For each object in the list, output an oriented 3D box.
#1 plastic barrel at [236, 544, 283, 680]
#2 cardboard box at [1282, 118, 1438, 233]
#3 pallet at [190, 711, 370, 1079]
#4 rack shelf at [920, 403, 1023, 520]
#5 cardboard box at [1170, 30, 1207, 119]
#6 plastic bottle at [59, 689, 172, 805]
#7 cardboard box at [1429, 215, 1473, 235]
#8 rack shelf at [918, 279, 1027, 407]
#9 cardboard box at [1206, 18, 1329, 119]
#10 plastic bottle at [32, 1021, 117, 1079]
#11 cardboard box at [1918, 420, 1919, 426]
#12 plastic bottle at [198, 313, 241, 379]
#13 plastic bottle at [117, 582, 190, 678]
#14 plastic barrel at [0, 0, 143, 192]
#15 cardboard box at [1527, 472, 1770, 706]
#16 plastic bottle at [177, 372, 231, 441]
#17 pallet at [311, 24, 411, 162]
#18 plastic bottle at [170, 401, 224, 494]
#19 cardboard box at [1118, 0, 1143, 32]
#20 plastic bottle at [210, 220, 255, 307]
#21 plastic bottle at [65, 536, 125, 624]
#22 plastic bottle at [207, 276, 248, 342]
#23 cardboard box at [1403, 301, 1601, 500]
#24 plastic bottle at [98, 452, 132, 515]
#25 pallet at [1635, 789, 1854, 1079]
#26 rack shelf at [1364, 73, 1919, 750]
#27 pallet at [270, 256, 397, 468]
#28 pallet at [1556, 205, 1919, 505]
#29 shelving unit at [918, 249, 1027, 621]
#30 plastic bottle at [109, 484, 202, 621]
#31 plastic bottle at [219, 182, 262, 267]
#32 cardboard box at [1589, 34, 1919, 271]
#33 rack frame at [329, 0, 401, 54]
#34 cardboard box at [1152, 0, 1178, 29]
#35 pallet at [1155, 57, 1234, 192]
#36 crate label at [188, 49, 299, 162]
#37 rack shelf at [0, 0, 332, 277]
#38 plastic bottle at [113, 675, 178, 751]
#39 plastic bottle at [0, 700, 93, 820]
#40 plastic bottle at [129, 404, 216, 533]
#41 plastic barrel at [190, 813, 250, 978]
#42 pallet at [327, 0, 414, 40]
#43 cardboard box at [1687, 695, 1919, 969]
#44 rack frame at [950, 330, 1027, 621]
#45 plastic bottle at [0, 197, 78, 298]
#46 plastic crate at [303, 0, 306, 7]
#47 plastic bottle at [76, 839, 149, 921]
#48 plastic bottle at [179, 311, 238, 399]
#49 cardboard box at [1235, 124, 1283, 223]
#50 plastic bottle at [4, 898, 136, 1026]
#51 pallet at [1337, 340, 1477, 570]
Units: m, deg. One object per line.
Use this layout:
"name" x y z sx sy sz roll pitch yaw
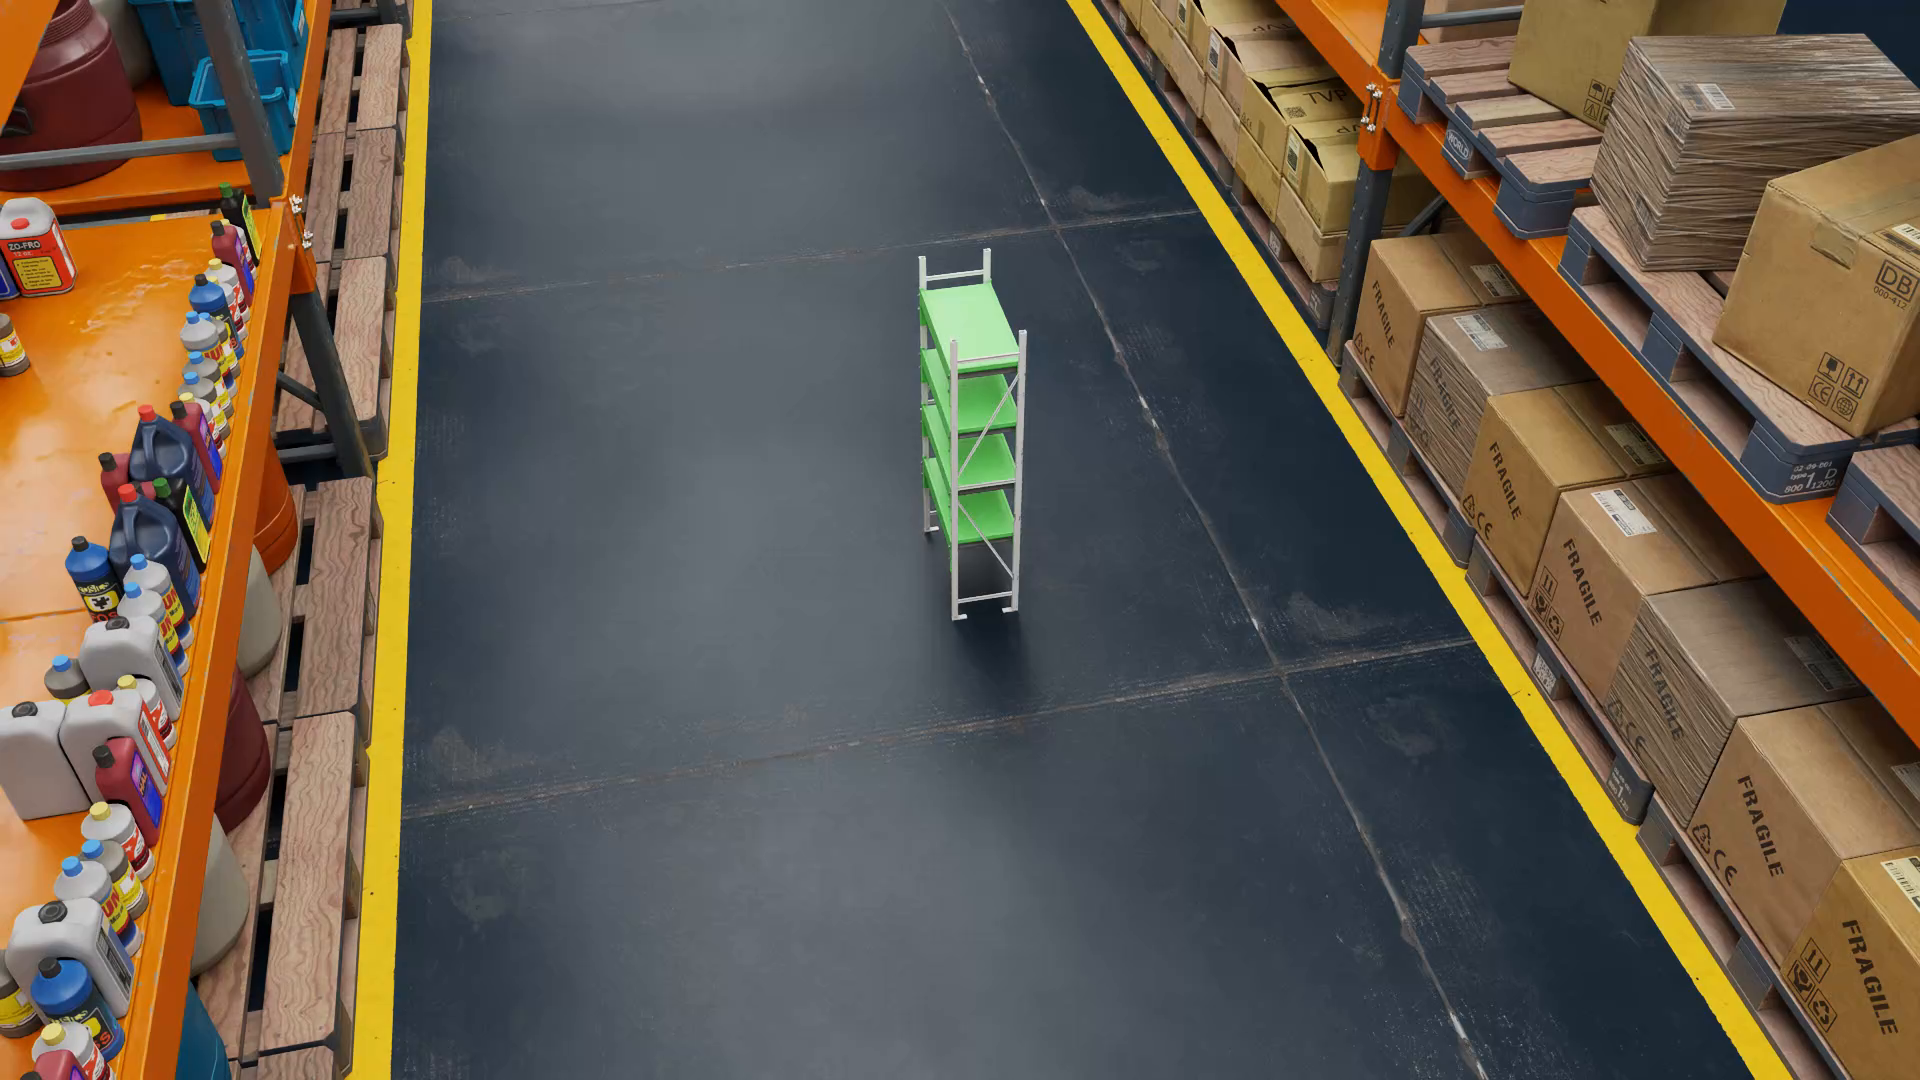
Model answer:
"plastic barrel" -2.433 0.191 5.333 0.421 0.512 0.421 0 42 0
"cardboard box" 1.720 -1.600 7.126 0.500 0.311 0.500 -7 42 -8
"pallet" -2.294 1.087 4.867 1.003 0.211 1.213 -8 42 -9
"rack shelf" 0.036 -0.294 5.773 0.258 0.148 0.480 -8 42 -9
"cardboard box" 1.387 -2.385 8.433 0.500 0.250 0.500 -8 42 -8
"plastic bottle" -1.829 0.434 3.595 0.152 0.276 0.135 -8 42 -9
"cardboard box" 2.247 -1.468 7.399 0.500 0.250 0.500 -8 42 -9
"rack shelf" 0.036 -0.653 5.455 0.258 0.148 0.480 -8 42 -9
"cardboard box" 1.495 -2.264 7.873 0.500 0.311 0.500 -9 42 -10
"plastic bottle" -1.635 0.959 3.059 0.097 0.201 0.097 0 42 0
"cardboard box" 2.842 -0.335 3.976 0.700 0.500 0.500 -2 42 -2
"plastic bottle" -2.141 -0.559 4.769 0.097 0.201 0.097 0 42 0
"plastic bottle" -1.877 0.206 3.855 0.097 0.271 0.097 0 42 0
"plastic barrel" -3.160 -1.558 5.644 0.600 0.536 0.708 -8 42 -9
"cardboard box" 2.232 0.151 5.372 0.500 0.500 0.500 -10 43 -11
"plastic bottle" -2.078 -0.369 4.556 0.097 0.201 0.097 0 42 0
"pallet" -3.420 -2.297 8.678 1.003 0.211 1.213 -8 42 -9
"plastic bottle" -2.014 -0.265 4.376 0.061 0.283 0.133 -8 42 -9
"cardboard box" 1.164 -3.051 9.182 0.500 0.250 0.500 -7 42 -8
"plastic bottle" -2.211 -0.856 5.043 0.061 0.283 0.133 -8 42 -9
"plastic bottle" -2.060 0.101 3.974 0.097 0.271 0.097 0 42 0
"plastic bottle" -2.183 -0.685 4.912 0.097 0.201 0.097 0 42 0
"cardboard box" 2.011 -0.513 6.120 0.500 0.500 0.500 -10 43 -11
"plastic bottle" -2.115 -0.124 4.218 0.061 0.283 0.133 -8 42 -9
"pallet" 2.724 1.156 4.788 1.003 0.211 1.213 -8 42 -9
"rack shelf" 2.505 -0.392 4.974 1.077 0.370 4.000 -8 42 -9
"pallet" -2.894 -0.715 6.897 1.003 0.211 1.213 -8 42 -9
"pallet" 2.497 -0.626 4.840 1.003 0.211 1.213 -8 42 -9
"shelving unit" 0.036 -0.341 5.731 0.258 1.200 0.503 -8 42 -9
"plastic bottle" -1.951 0.026 3.999 0.144 0.351 0.185 -8 42 -9
"plastic bottle" -2.260 -1.005 5.211 0.061 0.283 0.133 -8 42 -9
"cardboard box" 2.330 -1.140 4.883 0.700 0.500 0.500 -1 42 -1
"rack frame" -3.628 -3.843 8.320 1.000 3.000 0.127 -8 42 -9
"cardboard box" 1.271 -2.925 8.618 0.500 0.311 0.500 -10 43 -11
"pallet" 1.674 -2.243 8.618 1.003 0.211 1.213 -8 42 -9
"crate label" -2.489 -1.514 5.823 0.303 0.233 0.416 -8 42 -9
"rack shelf" -3.196 -2.278 7.098 1.077 0.370 4.000 -8 42 -9
"plastic bottle" -1.827 0.383 3.709 0.097 0.201 0.097 0 42 0
"plastic bottle" -1.977 0.456 3.570 0.152 0.276 0.135 -8 42 -9
"plastic bottle" -2.020 -0.181 4.231 0.144 0.351 0.185 -8 42 -9
"plastic barrel" -2.189 0.923 4.508 0.421 0.512 0.421 0 42 0
"pallet" -3.732 -3.242 9.743 1.003 0.211 1.213 -8 42 -9
"cardboard box" 2.452 0.805 4.635 0.500 0.500 0.500 -8 42 -9
"rack frame" 0.088 -0.183 5.553 0.240 1.200 0.015 -8 42 -9
"plastic bottle" -2.838 -0.899 5.096 0.152 0.276 0.135 -8 42 -9
"plastic crate" -2.814 -2.365 6.607 0.402 0.464 0.583 -8 42 -9
"plastic bottle" -1.727 0.683 3.371 0.097 0.201 0.097 0 42 0
"plastic bottle" -2.120 -0.522 4.675 0.097 0.271 0.097 0 42 0
"cardboard box" 1.607 -1.726 7.690 0.500 0.250 0.500 -9 42 -10
"plastic bottle" -1.708 0.797 3.186 0.152 0.276 0.135 -8 42 -9
"pallet" 2.197 -0.425 6.570 1.003 0.211 1.213 -8 42 -9
